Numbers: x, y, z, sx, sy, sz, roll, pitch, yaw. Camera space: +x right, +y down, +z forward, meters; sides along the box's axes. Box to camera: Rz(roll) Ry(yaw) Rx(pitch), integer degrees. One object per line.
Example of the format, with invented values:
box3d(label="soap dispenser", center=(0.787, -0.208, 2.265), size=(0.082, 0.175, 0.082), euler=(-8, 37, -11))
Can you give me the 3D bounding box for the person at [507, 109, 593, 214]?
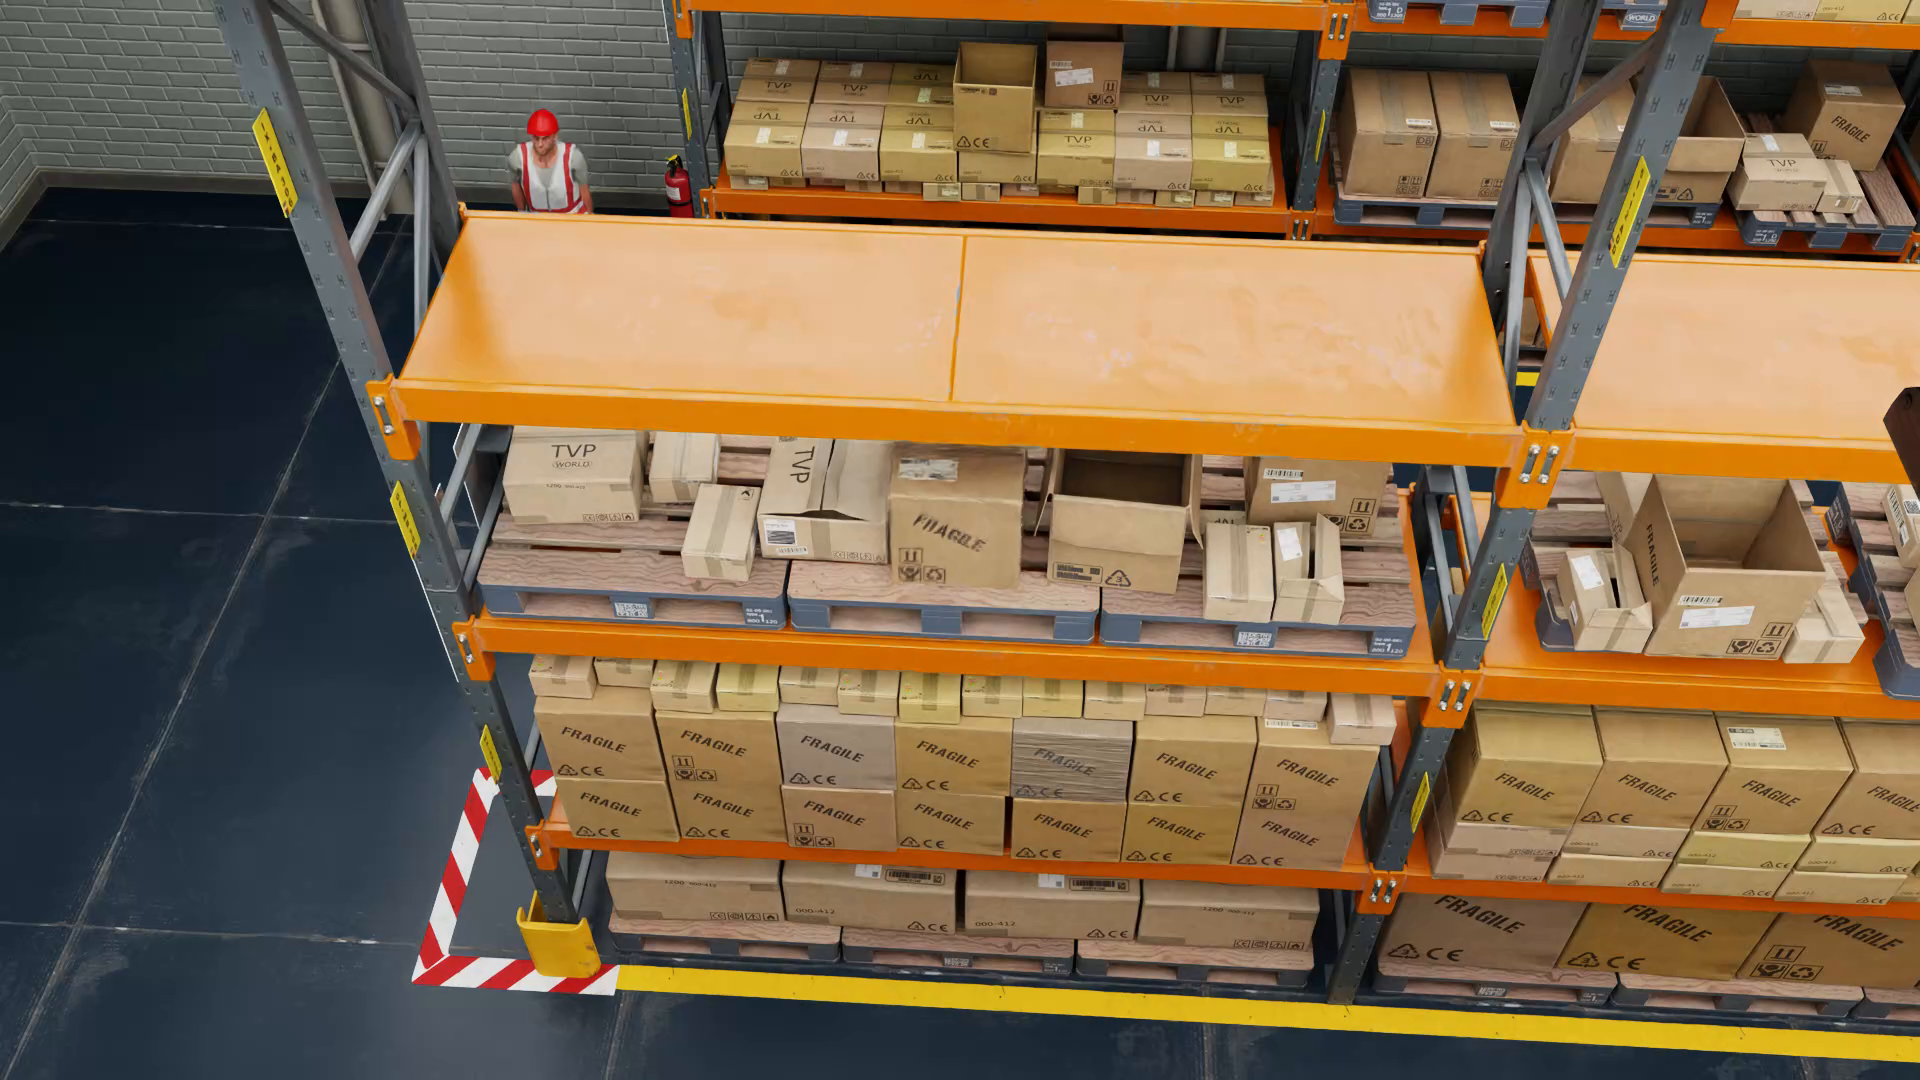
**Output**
box3d(label="person", center=(-2.798, -2.272, 11.593), size=(0.551, 1.777, 0.730), euler=(5, 48, 5))
